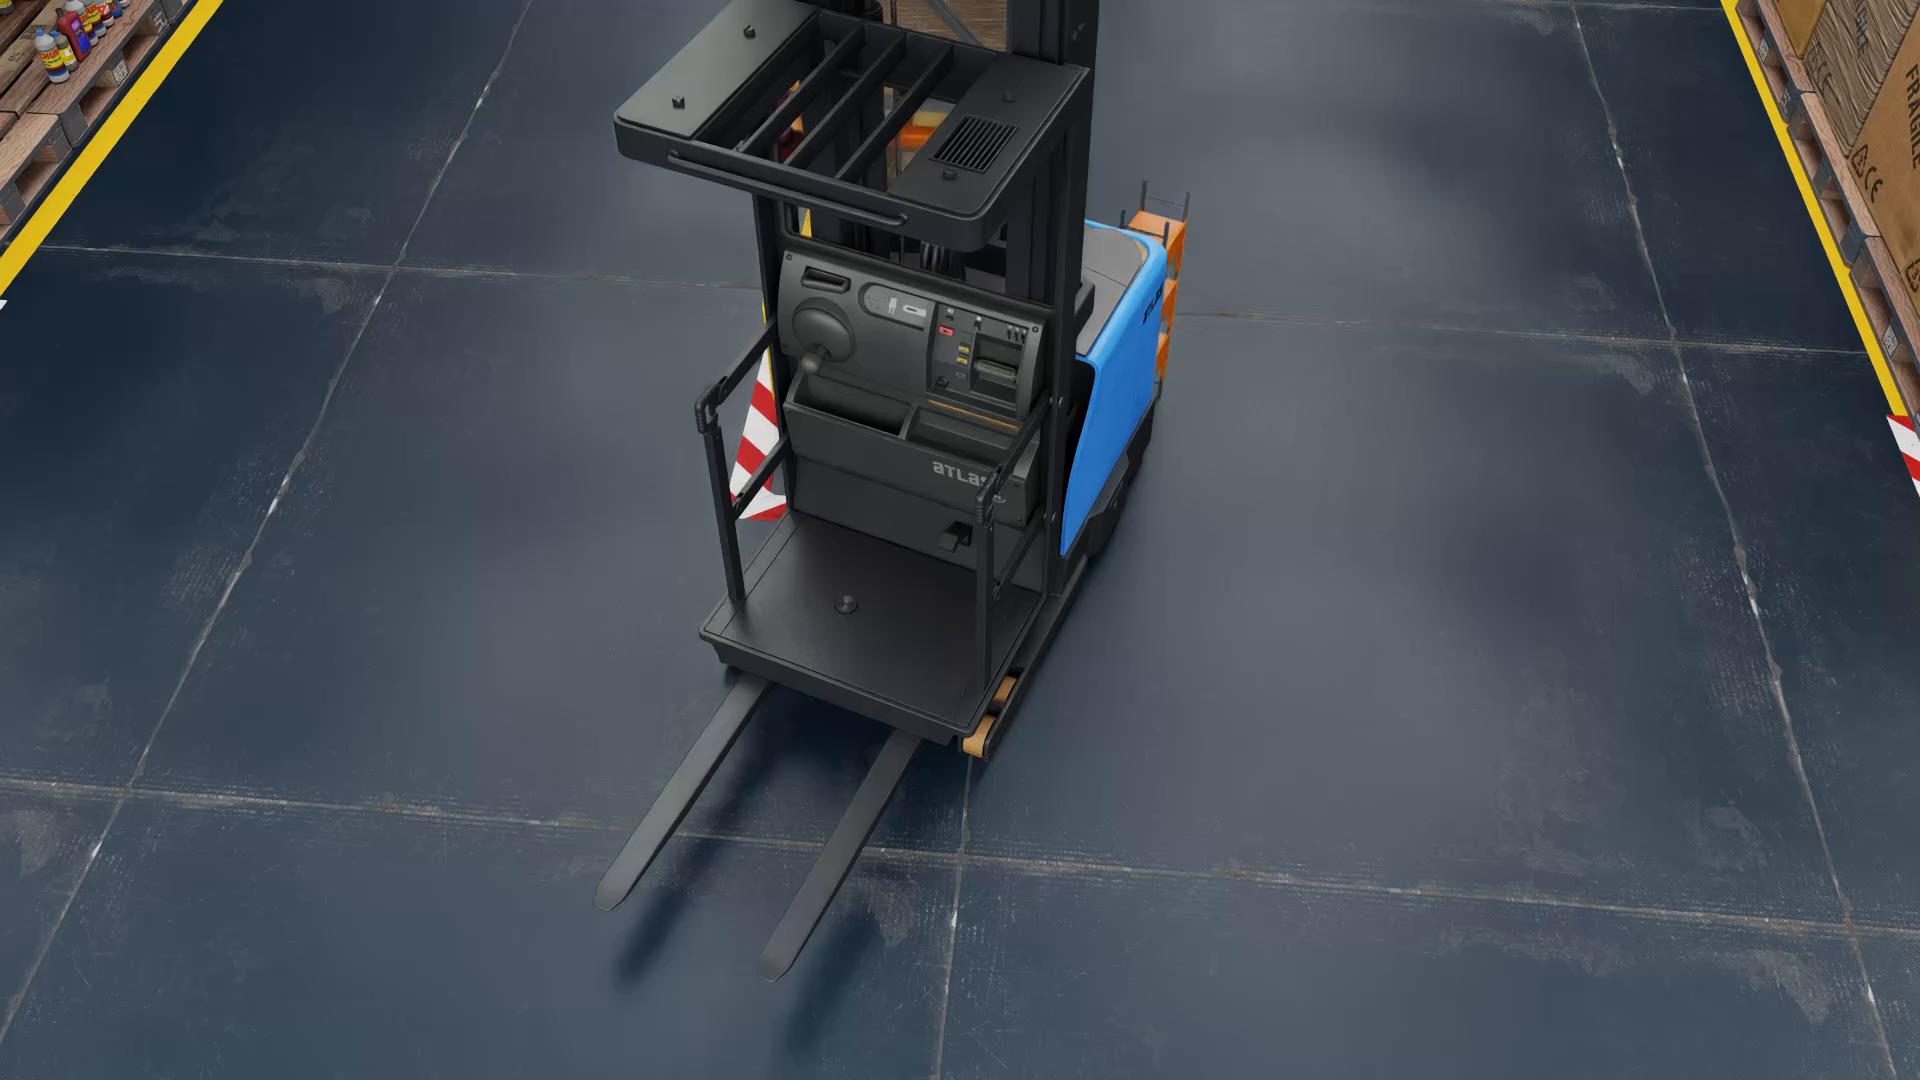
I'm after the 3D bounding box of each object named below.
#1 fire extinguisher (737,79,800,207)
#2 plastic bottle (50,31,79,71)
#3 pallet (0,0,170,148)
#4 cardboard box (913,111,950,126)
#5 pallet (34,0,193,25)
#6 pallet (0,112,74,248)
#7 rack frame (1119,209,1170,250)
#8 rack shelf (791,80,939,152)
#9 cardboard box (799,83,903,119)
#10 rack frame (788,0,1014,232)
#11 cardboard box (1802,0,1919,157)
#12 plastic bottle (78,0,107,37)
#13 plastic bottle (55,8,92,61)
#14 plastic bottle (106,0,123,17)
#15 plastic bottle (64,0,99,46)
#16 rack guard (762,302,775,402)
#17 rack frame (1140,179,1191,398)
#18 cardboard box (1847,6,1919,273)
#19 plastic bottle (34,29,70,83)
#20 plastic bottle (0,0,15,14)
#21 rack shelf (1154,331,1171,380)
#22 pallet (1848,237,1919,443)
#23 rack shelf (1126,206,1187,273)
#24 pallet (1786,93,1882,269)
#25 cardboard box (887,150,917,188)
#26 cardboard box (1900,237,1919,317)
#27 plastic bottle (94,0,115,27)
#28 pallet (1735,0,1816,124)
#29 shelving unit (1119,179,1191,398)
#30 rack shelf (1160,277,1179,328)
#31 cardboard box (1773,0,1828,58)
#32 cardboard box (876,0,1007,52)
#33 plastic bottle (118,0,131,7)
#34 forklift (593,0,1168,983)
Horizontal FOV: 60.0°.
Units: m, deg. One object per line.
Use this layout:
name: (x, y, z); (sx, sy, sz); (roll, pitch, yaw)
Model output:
fire extinguisher: (-0.714, -1.557, 6.220); (0.296, 0.674, 0.183); (4, 48, 4)
plastic bottle: (-4.692, -2.561, 8.684); (0.097, 0.201, 0.097); (0, 48, 0)
pallet: (-5.024, -2.578, 8.991); (1.003, 0.211, 1.213); (4, 48, 4)
cardboard box: (0.019, -1.745, 6.510); (0.380, 0.149, 0.250); (4, 48, 4)
pallet: (-4.915, -3.477, 9.813); (1.003, 0.211, 1.213); (4, 48, 4)
pallet: (-5.138, -1.684, 8.173); (1.003, 0.211, 1.213); (4, 48, 4)
rack frame: (0.709, -0.887, 6.854); (0.200, 1.050, 0.008); (19, 46, 17)
rack shelf: (-0.063, -2.863, 7.850); (1.077, 0.370, 4.000); (4, 48, 4)
cardboard box: (-0.424, -1.775, 6.537); (0.380, 0.149, 0.250); (4, 48, 4)
rack frame: (-0.245, -1.637, 6.240); (1.000, 3.000, 0.127); (4, 48, 4)
cardboard box: (4.844, -2.473, 8.160); (0.875, 0.875, 0.875); (4, 48, 4)
plastic bottle: (-4.661, -2.834, 8.886); (0.097, 0.271, 0.097); (0, 48, 0)
plastic bottle: (-4.663, -2.678, 8.735); (0.061, 0.283, 0.133); (5, 48, 4)
plastic bottle: (-4.643, -2.983, 9.022); (0.097, 0.271, 0.097); (0, 48, 0)
plastic bottle: (-4.670, -2.760, 8.819); (0.097, 0.271, 0.097); (0, 48, 0)
rack guard: (-0.238, -0.849, 7.213); (1.175, 0.500, 0.348); (4, 48, 4)
rack frame: (0.813, -1.038, 7.015); (0.200, 1.050, 0.008); (19, 46, 17)
cardboard box: (4.759, -1.803, 7.547); (0.875, 0.875, 0.875); (3, 48, 3)
plastic bottle: (-4.702, -2.509, 8.588); (0.097, 0.271, 0.097); (0, 48, 0)
plastic bottle: (-5.248, -2.984, 9.071); (0.097, 0.201, 0.097); (0, 48, 0)
rack shelf: (0.752, -0.755, 7.134); (0.215, 0.259, 0.240); (19, 46, 17)
pallet: (4.680, -0.880, 7.438); (1.003, 0.211, 1.213); (4, 48, 4)
rack shelf: (0.769, -1.159, 6.745); (0.215, 0.259, 0.240); (19, 46, 17)
pallet: (4.794, -1.774, 8.256); (1.003, 0.211, 1.213); (4, 48, 4)
cardboard box: (-0.171, -1.392, 7.426); (0.500, 0.500, 0.500); (12, 49, 11)
cardboard box: (4.681, -1.156, 6.956); (0.875, 0.875, 0.875); (4, 48, 4)
plastic bottle: (-4.652, -2.883, 8.978); (0.097, 0.201, 0.097); (0, 48, 0)
pallet: (4.903, -2.673, 9.078); (1.003, 0.211, 1.213); (4, 48, 4)
shelving unit: (0.761, -0.963, 6.934); (0.215, 1.050, 0.252); (19, 46, 17)
rack shelf: (0.761, -0.955, 6.941); (0.215, 0.259, 0.240); (19, 46, 17)
cardboard box: (4.923, -3.135, 8.766); (0.875, 0.875, 0.875); (5, 48, 4)
cardboard box: (-0.167, -2.173, 6.461); (0.875, 0.500, 0.500); (4, 48, 4)
plastic bottle: (-4.633, -3.034, 9.117); (0.097, 0.201, 0.097); (0, 48, 0)
forklift: (-0.259, -0.570, 5.311); (1.130, 2.935, 3.031); (19, 50, 16)
